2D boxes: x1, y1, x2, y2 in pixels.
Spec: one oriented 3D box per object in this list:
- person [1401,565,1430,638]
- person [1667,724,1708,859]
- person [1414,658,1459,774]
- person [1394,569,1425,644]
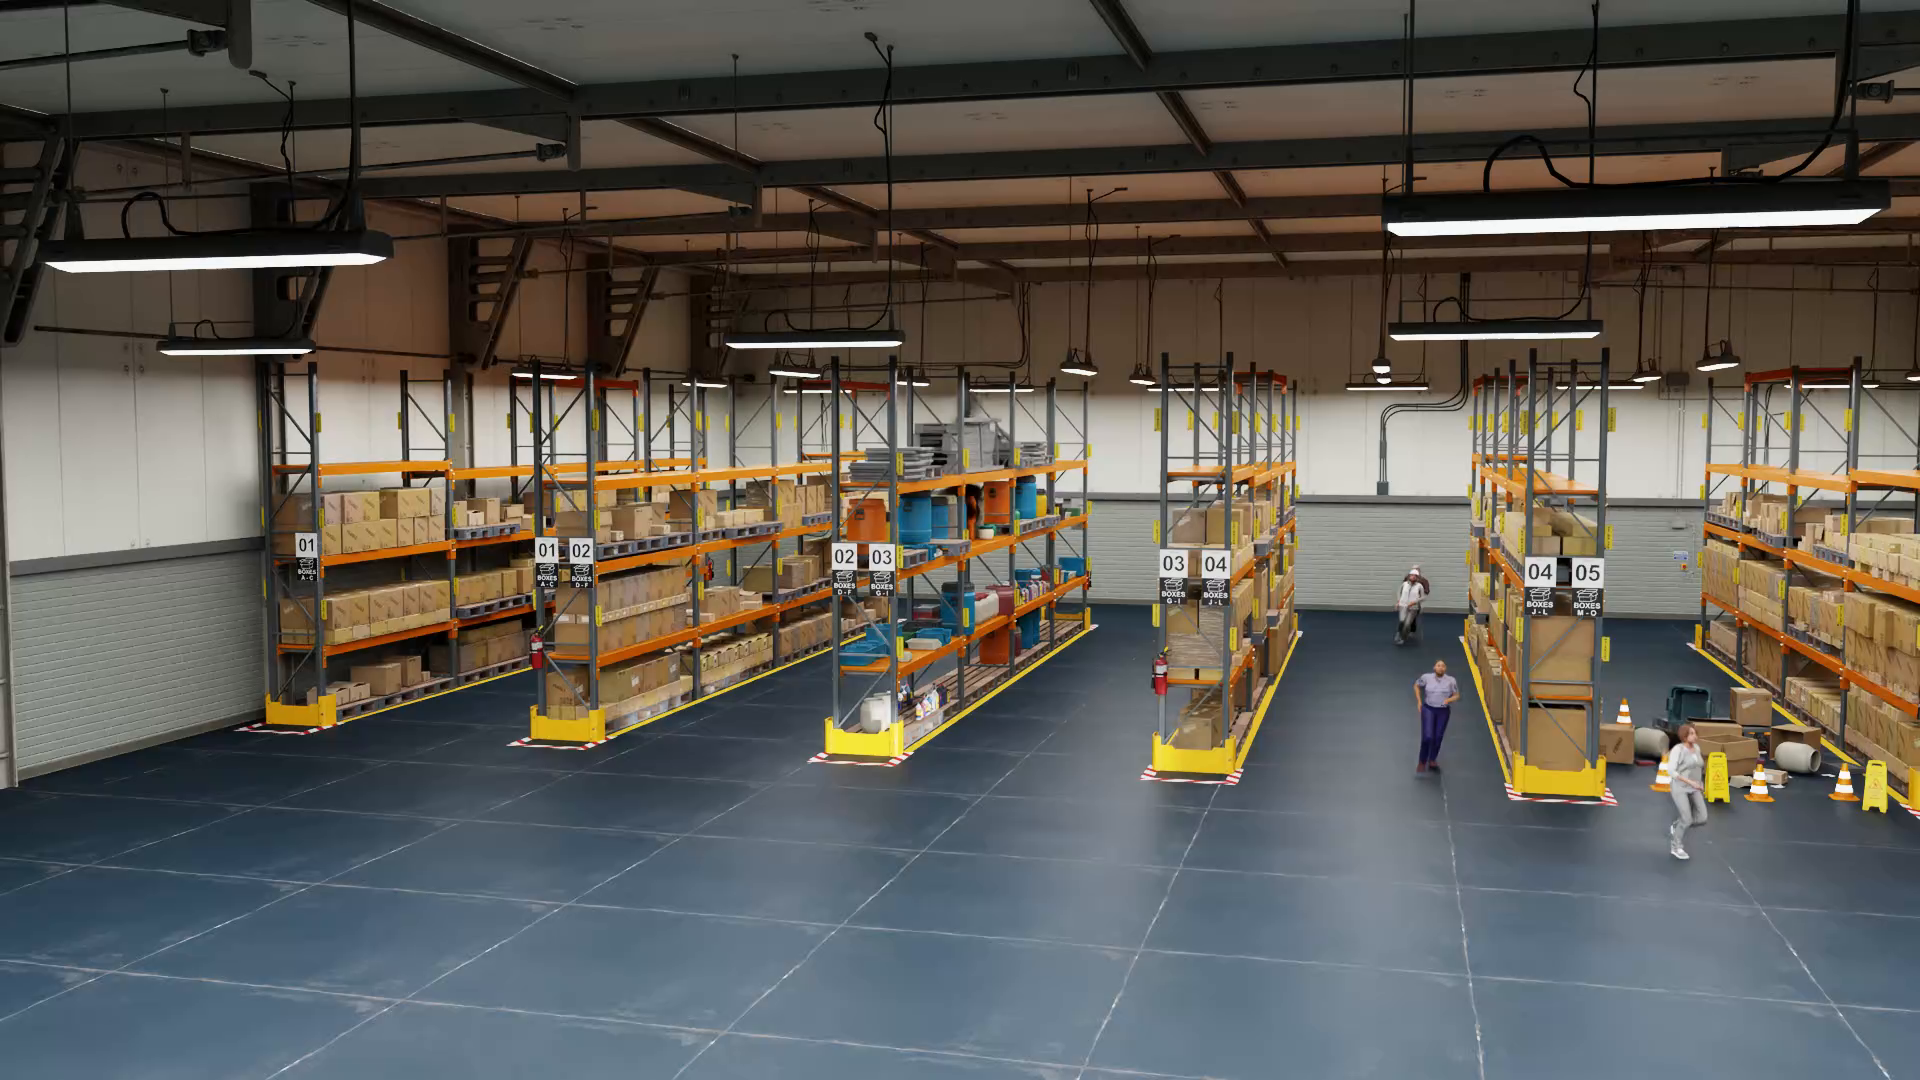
[{"bbox_3d":[10.423,1.459,38.160,0.736,1.781,0.973,3,5,35],"label":"person"},{"bbox_3d":[8.357,2.892,19.092,0.570,1.539,0.562,-2,4,-23],"label":"person"},{"bbox_3d":[6.851,2.535,23.892,0.603,1.673,0.706,1,4,8],"label":"person"},{"bbox_3d":[10.092,1.514,37.338,0.661,1.704,0.606,2,4,23],"label":"person"}]
